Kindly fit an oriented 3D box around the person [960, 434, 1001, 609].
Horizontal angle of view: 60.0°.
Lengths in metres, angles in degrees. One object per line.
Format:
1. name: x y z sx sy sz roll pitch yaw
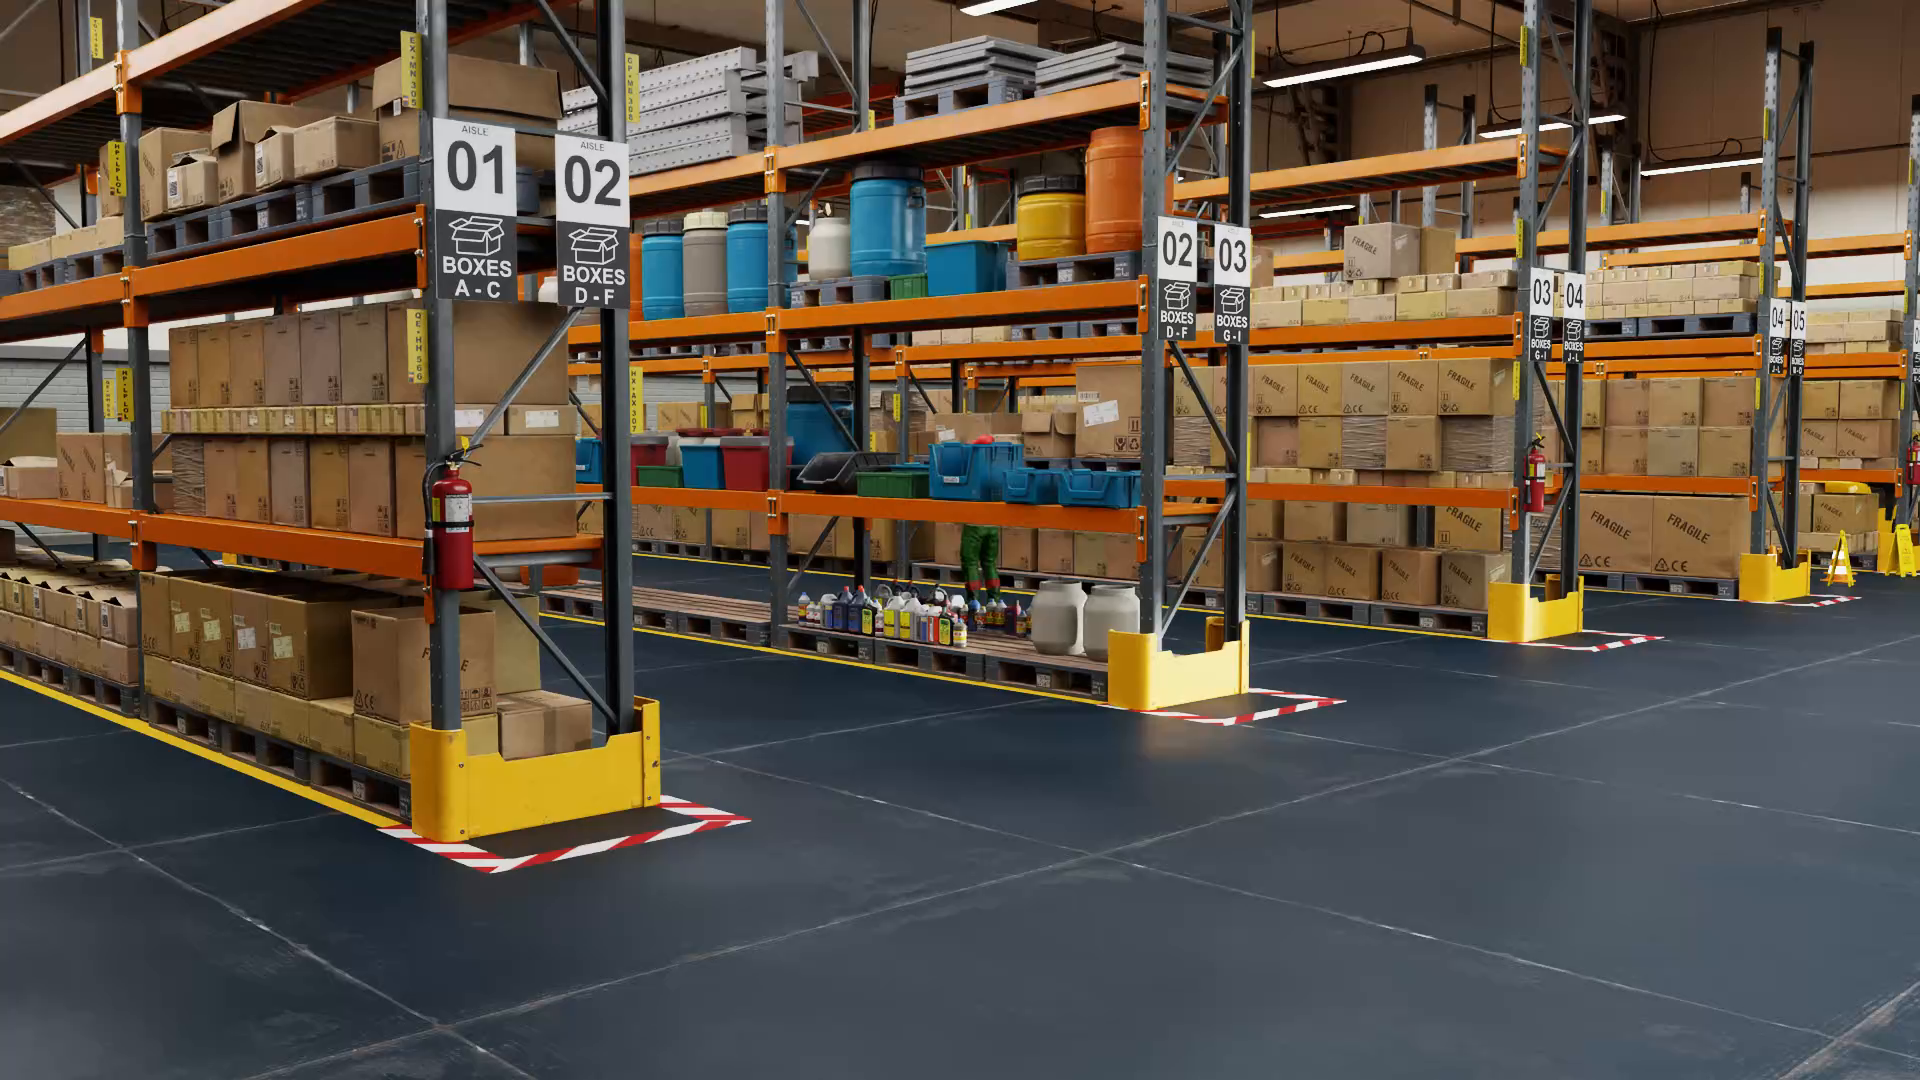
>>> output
1. person: 0.138 -0.145 16.237 0.493 1.782 0.564 -4 5 -43
